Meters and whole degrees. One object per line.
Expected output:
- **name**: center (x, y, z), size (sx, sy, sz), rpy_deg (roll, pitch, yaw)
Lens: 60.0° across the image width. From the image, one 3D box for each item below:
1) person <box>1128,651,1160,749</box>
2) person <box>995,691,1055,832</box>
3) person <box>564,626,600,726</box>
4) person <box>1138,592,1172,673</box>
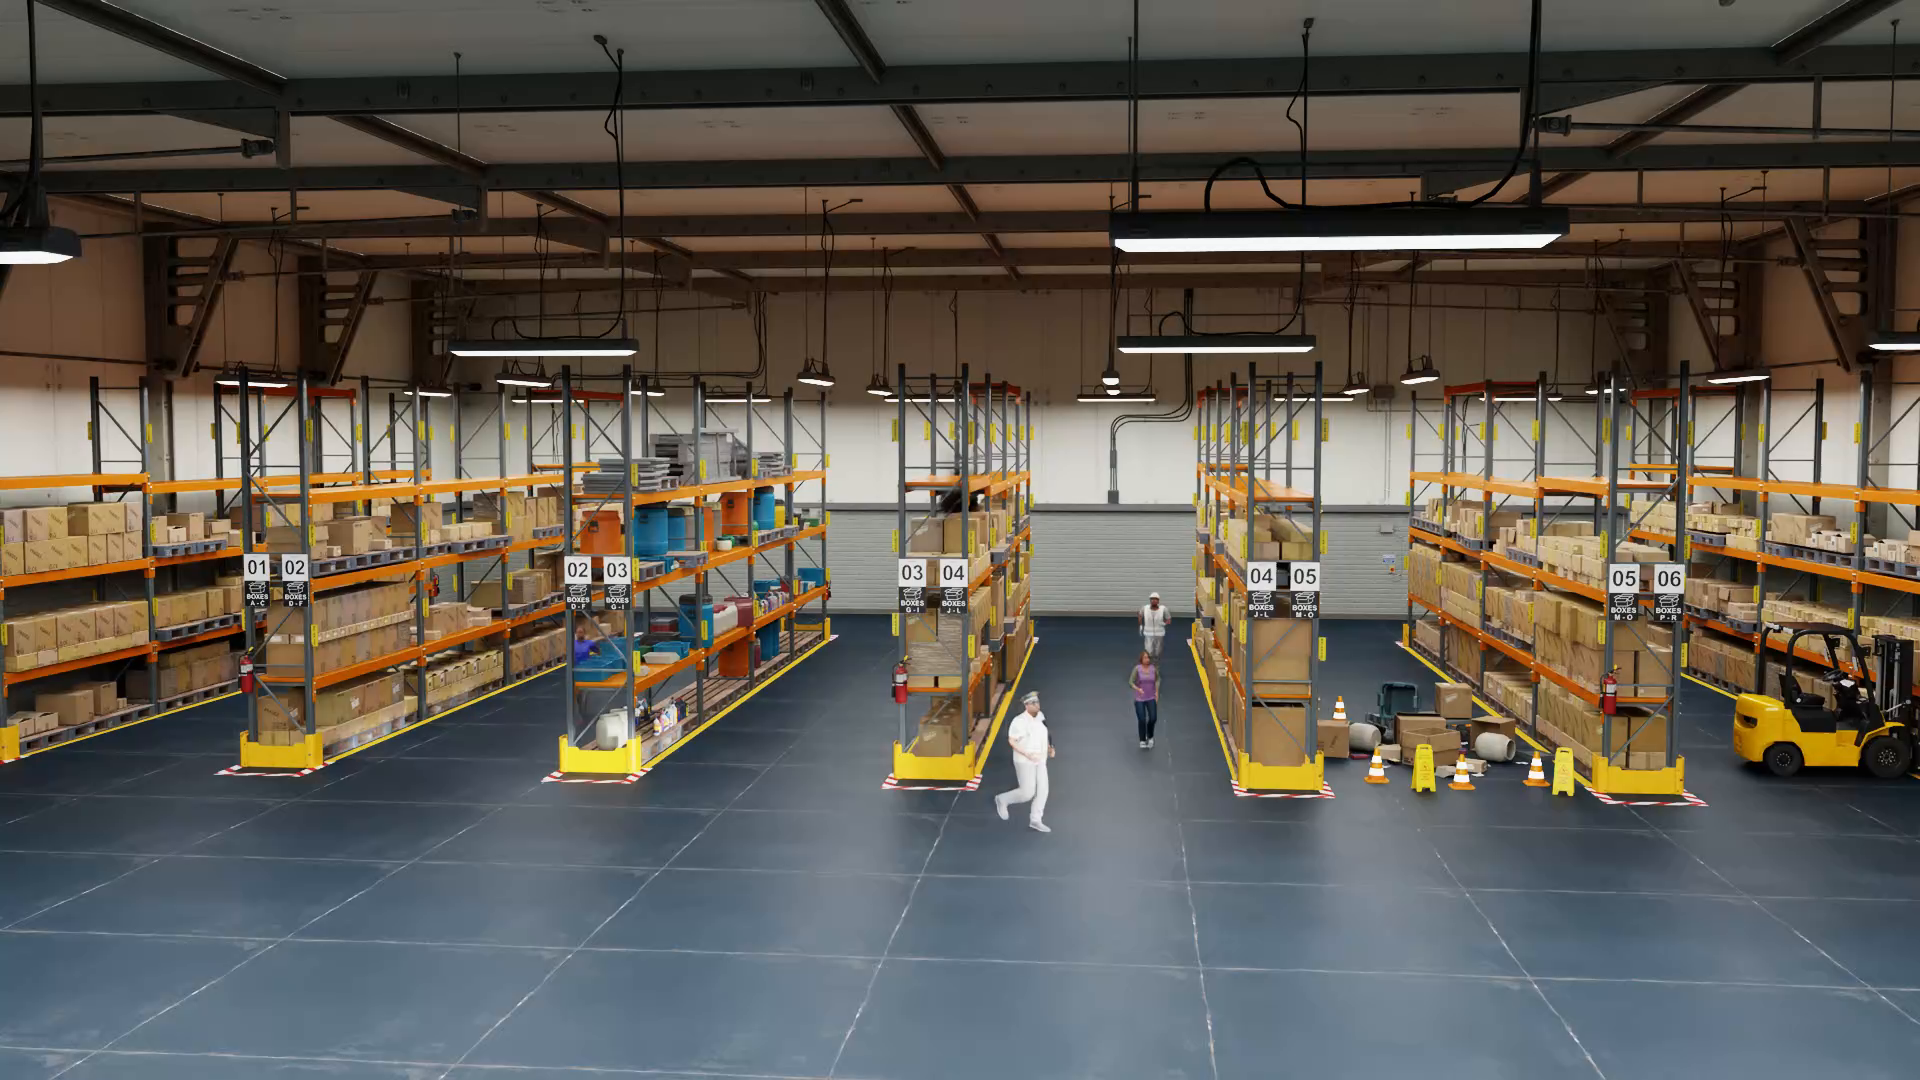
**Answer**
- **person**: center (2.920, 2.527, 26.196), size (0.541, 1.568, 0.604), rpy_deg (0, 4, -3)
- **person**: center (0.858, 2.785, 21.093), size (0.760, 1.776, 0.667), rpy_deg (3, 5, 43)
- **person**: center (-6.529, 2.309, 28.675), size (0.581, 1.659, 0.876), rpy_deg (0, 4, 0)
- **person**: center (3.935, 1.967, 33.561), size (0.664, 1.838, 0.784), rpy_deg (0, 4, 5)
